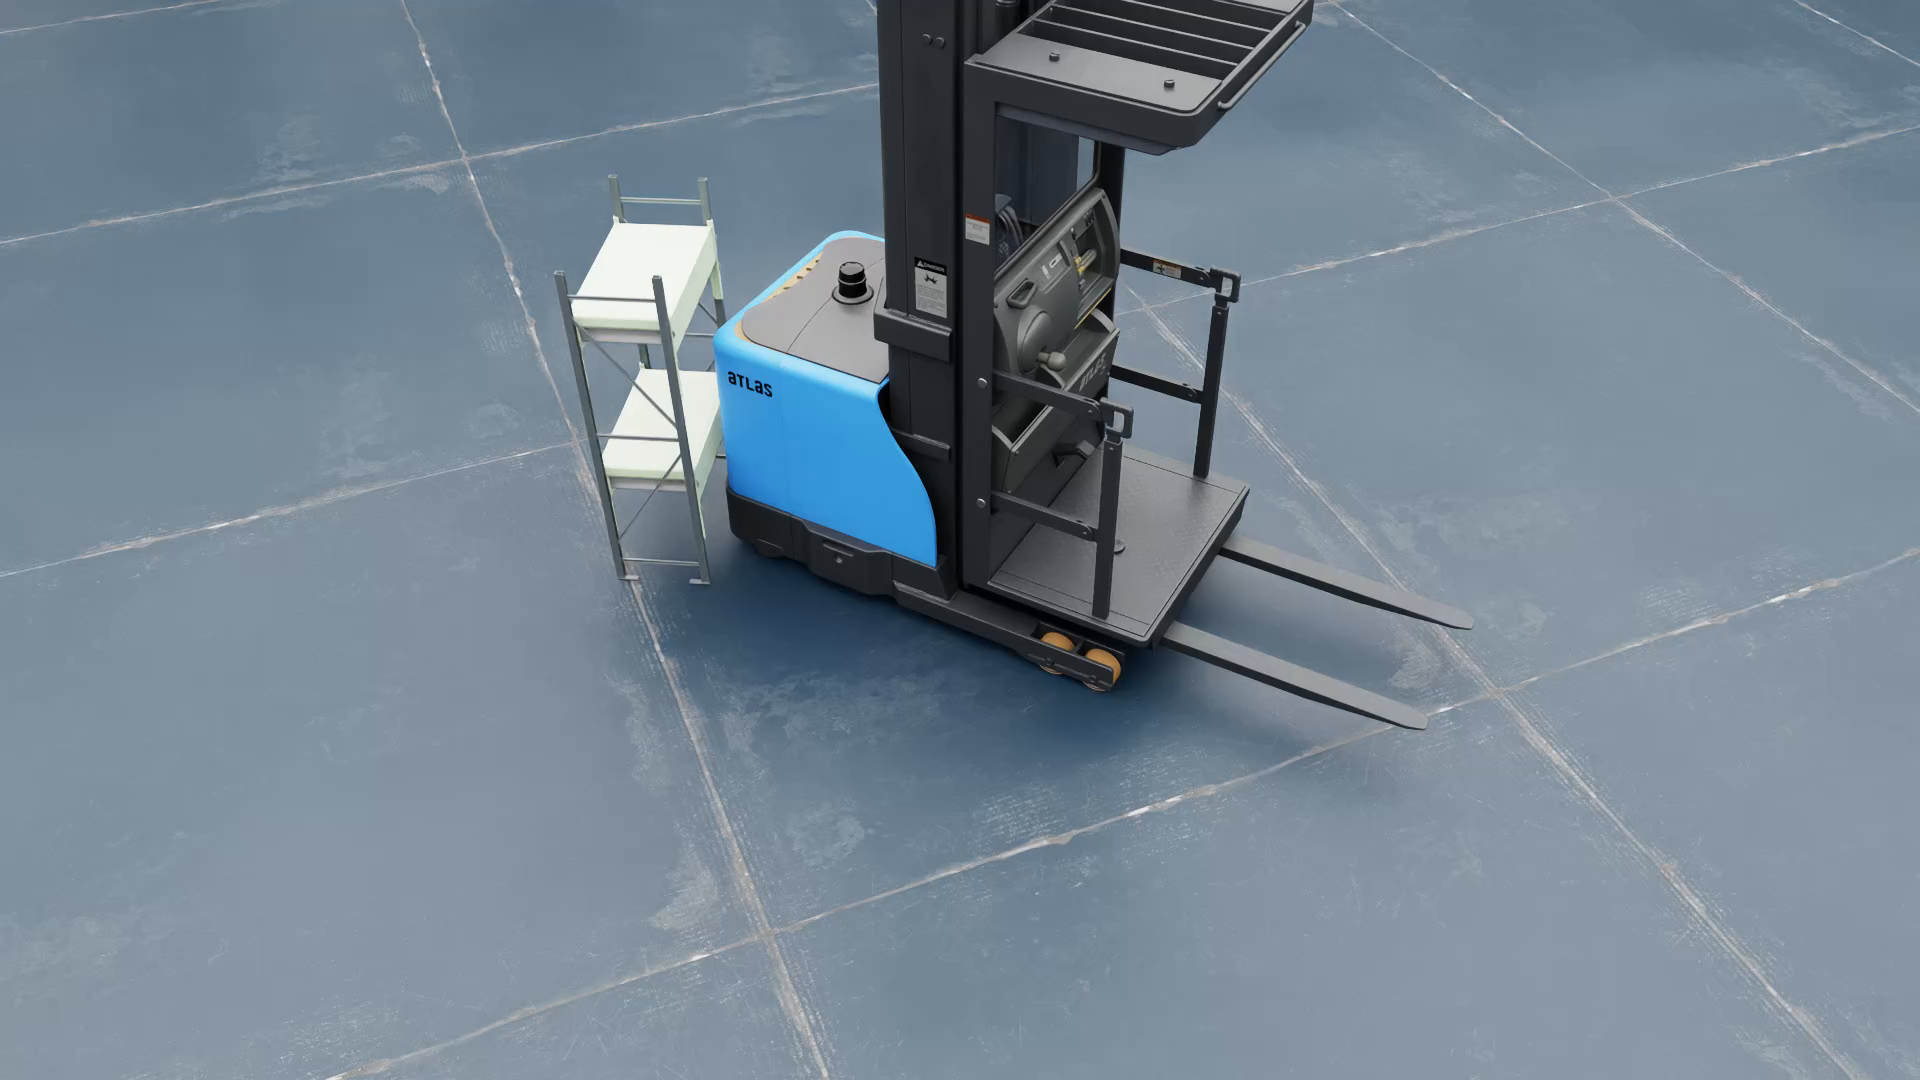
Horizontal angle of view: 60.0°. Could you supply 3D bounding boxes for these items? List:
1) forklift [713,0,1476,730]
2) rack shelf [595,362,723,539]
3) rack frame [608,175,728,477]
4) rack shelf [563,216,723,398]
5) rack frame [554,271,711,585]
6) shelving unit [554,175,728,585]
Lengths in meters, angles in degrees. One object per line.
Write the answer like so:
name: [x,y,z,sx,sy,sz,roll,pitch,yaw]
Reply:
forklift: [0.544,-0.915,6.066,3.031,2.935,1.130,20,45,22]
rack shelf: [-1.221,-0.388,7.043,0.431,0.370,0.720,3,41,6]
rack frame: [-1.188,-0.873,7.107,0.400,1.500,0.023,3,41,6]
rack shelf: [-1.237,-0.932,6.577,0.431,0.370,0.720,3,41,6]
rack frame: [-1.269,-0.398,6.555,0.400,1.500,0.023,3,41,6]
shelving unit: [-1.228,-0.636,6.831,0.431,1.500,0.755,3,41,6]
